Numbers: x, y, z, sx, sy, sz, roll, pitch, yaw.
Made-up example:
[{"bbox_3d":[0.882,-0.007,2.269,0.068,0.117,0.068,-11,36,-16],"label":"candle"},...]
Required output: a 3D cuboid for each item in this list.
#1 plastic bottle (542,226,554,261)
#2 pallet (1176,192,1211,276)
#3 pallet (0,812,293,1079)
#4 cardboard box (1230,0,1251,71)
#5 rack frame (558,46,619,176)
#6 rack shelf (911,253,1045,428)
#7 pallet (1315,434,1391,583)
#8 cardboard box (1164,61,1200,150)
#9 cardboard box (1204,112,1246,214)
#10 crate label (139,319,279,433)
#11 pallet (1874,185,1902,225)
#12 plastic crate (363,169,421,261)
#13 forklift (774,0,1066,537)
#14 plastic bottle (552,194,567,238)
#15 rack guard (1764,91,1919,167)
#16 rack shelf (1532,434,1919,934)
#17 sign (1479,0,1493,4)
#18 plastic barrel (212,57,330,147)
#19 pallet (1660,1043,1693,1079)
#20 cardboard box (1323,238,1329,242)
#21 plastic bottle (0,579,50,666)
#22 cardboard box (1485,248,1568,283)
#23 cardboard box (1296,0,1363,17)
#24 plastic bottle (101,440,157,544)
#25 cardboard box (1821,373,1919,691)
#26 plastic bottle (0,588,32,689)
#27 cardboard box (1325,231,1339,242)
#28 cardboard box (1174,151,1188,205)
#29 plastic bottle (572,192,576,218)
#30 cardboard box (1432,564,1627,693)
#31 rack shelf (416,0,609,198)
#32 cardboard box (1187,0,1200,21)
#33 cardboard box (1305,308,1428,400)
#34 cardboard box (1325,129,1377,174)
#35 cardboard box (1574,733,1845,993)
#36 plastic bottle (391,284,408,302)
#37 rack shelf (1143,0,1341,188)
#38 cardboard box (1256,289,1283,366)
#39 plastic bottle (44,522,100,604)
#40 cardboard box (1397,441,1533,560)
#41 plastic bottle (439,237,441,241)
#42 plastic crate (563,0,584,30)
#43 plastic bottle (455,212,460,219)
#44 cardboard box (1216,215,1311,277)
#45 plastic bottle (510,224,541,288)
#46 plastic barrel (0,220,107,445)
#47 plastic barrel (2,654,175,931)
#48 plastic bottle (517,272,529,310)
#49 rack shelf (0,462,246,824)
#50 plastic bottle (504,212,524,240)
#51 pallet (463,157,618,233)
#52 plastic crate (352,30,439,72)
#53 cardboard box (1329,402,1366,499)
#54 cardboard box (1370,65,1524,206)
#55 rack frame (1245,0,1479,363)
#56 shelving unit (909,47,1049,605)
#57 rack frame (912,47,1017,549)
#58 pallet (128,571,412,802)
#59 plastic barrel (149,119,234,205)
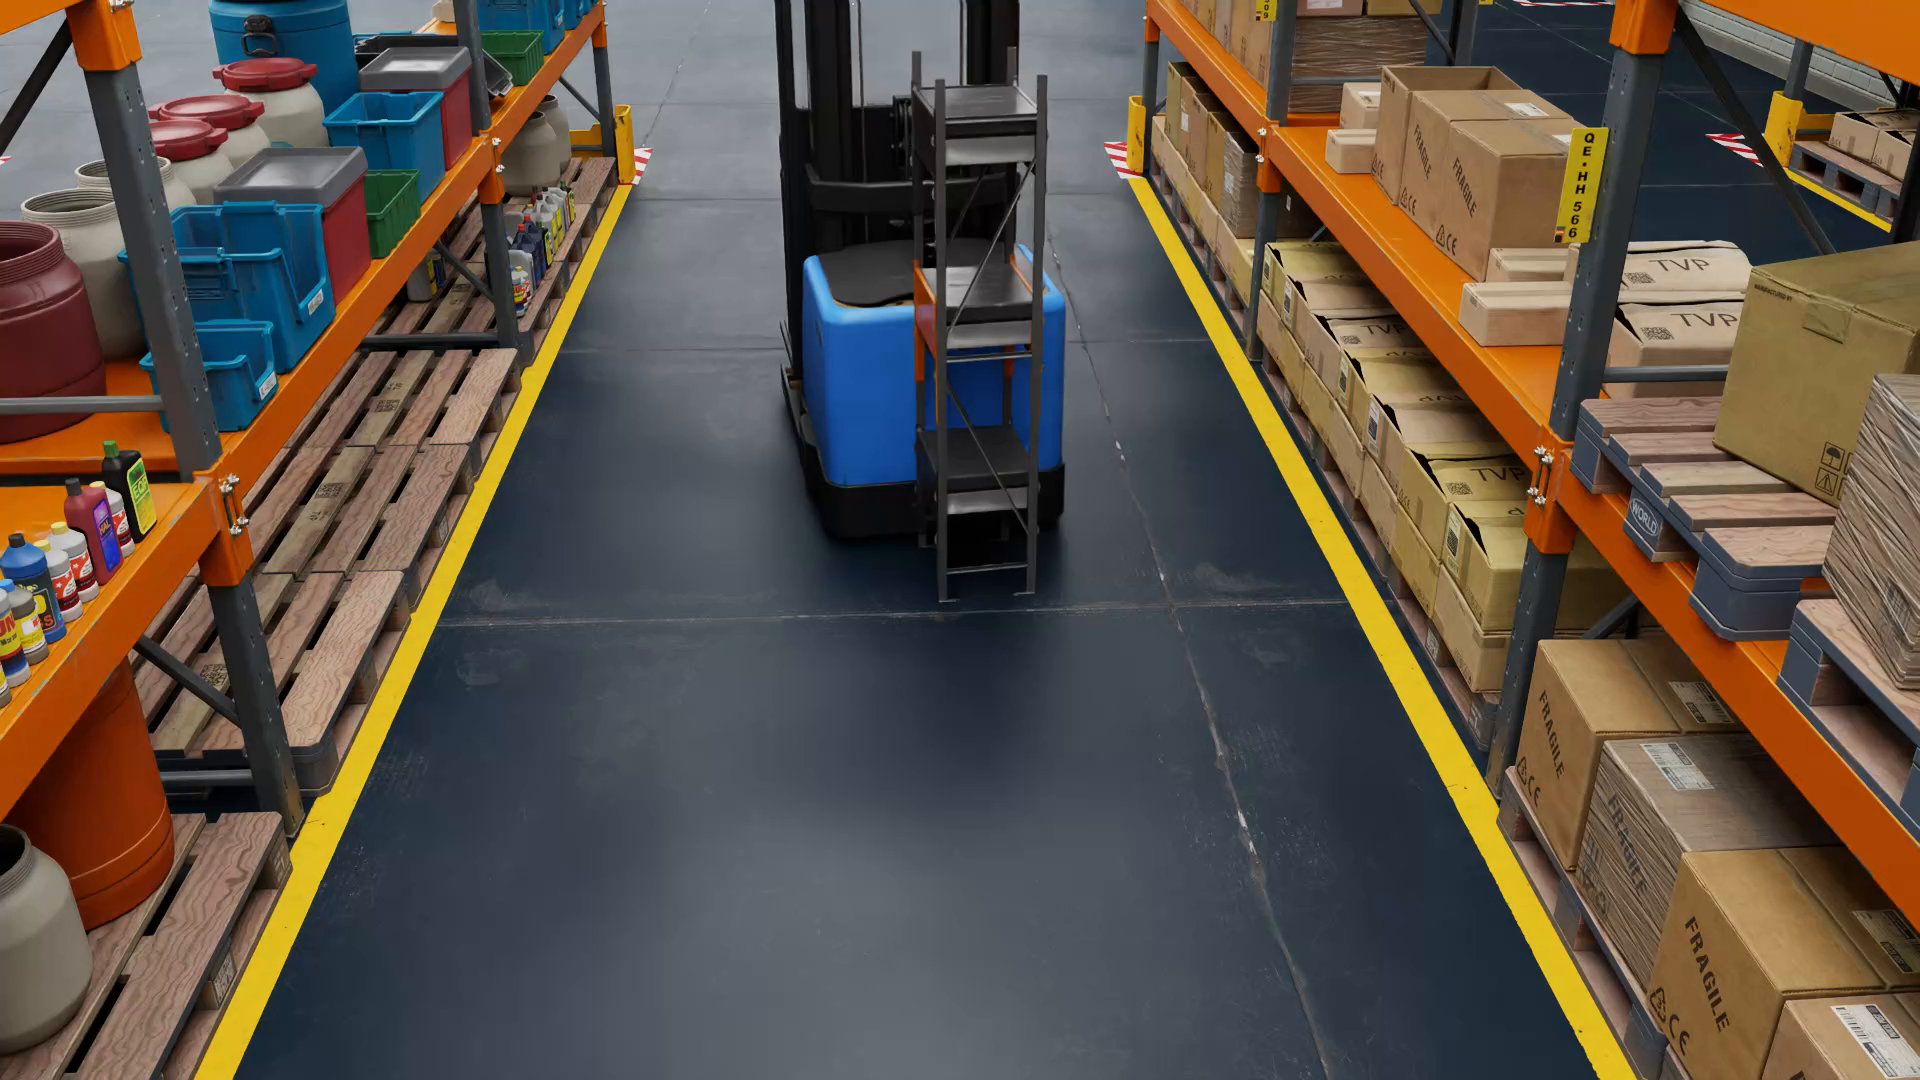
[{"bbox_3d":[-2.494,-1.776,9.961,0.097,0.201,0.097,0,28,0],"label":"plastic bottle"},{"bbox_3d":[2.015,-2.035,10.923,1.003,0.211,1.213,-1,28,-3],"label":"pallet"},{"bbox_3d":[-2.573,1.227,4.670,1.003,0.211,1.213,-1,28,-3],"label":"pallet"},{"bbox_3d":[1.996,-3.062,9.770,0.700,0.500,0.500,-1,28,-2],"label":"cardboard box"},{"bbox_3d":[-3.074,-4.067,11.805,1.000,3.000,0.127,-1,28,-3],"label":"rack frame"},{"bbox_3d":[0.063,-0.789,6.521,0.431,0.518,0.480,-5,28,-10],"label":"rack shelf"},{"bbox_3d":[2.226,-0.198,7.401,1.003,0.211,1.213,-1,28,-3],"label":"pallet"},{"bbox_3d":[1.707,-3.001,11.469,0.500,0.500,0.500,-1,28,-3],"label":"cardboard box"},{"bbox_3d":[1.795,-2.309,10.141,0.500,0.500,0.500,-1,28,-3],"label":"cardboard box"},{"bbox_3d":[-2.304,-0.502,5.151,0.303,0.233,0.416,-1,28,-3],"label":"crate label"},{"bbox_3d":[6.891,-2.097,11.043,1.003,0.211,1.213,-1,28,-3],"label":"pallet"},{"bbox_3d":[-2.492,-1.329,6.783,0.450,0.188,0.662,-1,28,-3],"label":"plastic crate"},{"bbox_3d":[-0.323,-1.971,7.859,1.130,2.935,3.031,-5,28,-9],"label":"forklift"},{"bbox_3d":[-2.547,-2.036,10.380,0.152,0.276,0.135,-2,28,-4],"label":"plastic bottle"},{"bbox_3d":[6.824,-3.163,12.774,1.175,0.500,0.348,-1,28,-3],"label":"rack guard"},{"bbox_3d":[2.395,0.752,3.343,1.077,0.370,4.000,-1,28,-3],"label":"rack shelf"},{"bbox_3d":[2.623,-2.834,8.274,0.100,0.325,0.005,-1,28,-3],"label":"sign"},{"bbox_3d":[-3.034,-1.833,7.374,0.433,0.535,0.433,0,28,0],"label":"plastic barrel"},{"bbox_3d":[2.353,1.653,3.852,1.003,0.211,1.213,-1,28,-3],"label":"pallet"},{"bbox_3d":[2.360,-1.527,9.453,0.500,0.250,0.500,-1,28,-3],"label":"cardboard box"},{"bbox_3d":[-2.194,0.187,3.863,0.097,0.201,0.097,0,28,0],"label":"plastic bottle"},{"bbox_3d":[2.168,-0.967,6.132,0.380,0.149,0.250,1,28,1],"label":"cardboard box"},{"bbox_3d":[1.854,-2.790,8.547,0.380,0.149,0.250,-1,28,-3],"label":"cardboard box"},{"bbox_3d":[-2.209,-0.145,4.410,0.061,0.283,0.133,-1,28,-3],"label":"plastic bottle"},{"bbox_3d":[2.293,-0.006,3.456,0.700,0.500,0.500,4,28,7],"label":"cardboard box"},{"bbox_3d":[-2.189,0.201,3.761,0.097,0.271,0.097,0,28,0],"label":"plastic bottle"},{"bbox_3d":[2.370,-1.859,9.280,0.500,0.500,0.500,-1,28,-3],"label":"cardboard box"},{"bbox_3d":[1.734,-2.438,11.199,0.500,0.250,0.500,-1,28,-3],"label":"cardboard box"},{"bbox_3d":[-2.540,-2.184,10.744,0.097,0.201,0.097,0,28,0],"label":"plastic bottle"},{"bbox_3d":[2.020,0.305,5.941,0.500,0.250,0.500,-1,28,-1],"label":"cardboard box"},{"bbox_3d":[-2.969,-2.825,10.200,1.077,0.370,4.000,-1,28,-3],"label":"rack shelf"},{"bbox_3d":[1.917,-3.771,11.129,0.700,0.500,0.500,-1,28,-1],"label":"cardboard box"},{"bbox_3d":[1.904,-0.887,7.619,0.500,0.311,0.500,-2,28,-4],"label":"cardboard box"},{"bbox_3d":[1.924,-1.813,7.753,0.380,0.149,0.250,-1,28,-3],"label":"cardboard box"},{"bbox_3d":[2.062,0.881,4.544,0.500,0.500,0.500,-2,28,-5],"label":"cardboard box"},{"bbox_3d":[-3.186,-1.531,9.331,0.144,0.351,0.185,-2,28,-4],"label":"plastic bottle"},{"bbox_3d":[1.977,-2.943,10.426,1.077,0.370,4.000,-1,28,-3],"label":"rack shelf"},{"bbox_3d":[1.855,-1.113,8.659,0.500,0.250,0.500,-2,28,-4],"label":"cardboard box"},{"bbox_3d":[-2.209,0.052,4.122,0.097,0.201,0.097,0,28,0],"label":"plastic bottle"},{"bbox_3d":[1.984,-0.182,6.269,0.500,0.311,0.500,-2,28,-3],"label":"cardboard box"},{"bbox_3d":[-3.112,-1.753,9.830,0.061,0.283,0.133,-1,28,-3],"label":"plastic bottle"},{"bbox_3d":[-2.721,-3.478,10.835,0.499,0.251,0.408,-1,28,-3],"label":"plastic crate"},{"bbox_3d":[-3.290,-2.208,10.714,0.097,0.271,0.097,0,28,0],"label":"plastic bottle"},{"bbox_3d":[1.823,-1.745,9.872,0.500,0.250,0.500,-1,28,-3],"label":"cardboard box"},{"bbox_3d":[-2.493,-1.624,9.508,0.144,0.351,0.185,-1,28,-1],"label":"plastic bottle"},{"bbox_3d":[-2.983,-0.640,5.087,0.600,0.536,0.708,-1,28,-3],"label":"plastic barrel"},{"bbox_3d":[-2.614,0.629,4.694,0.600,0.830,0.708,-1,28,-3],"label":"plastic barrel"},{"bbox_3d":[-2.449,-1.379,9.201,0.097,0.201,0.097,0,28,0],"label":"plastic bottle"},{"bbox_3d":[-2.552,0.870,3.117,1.077,0.370,4.000,-1,28,-3],"label":"rack shelf"},{"bbox_3d":[-2.671,-1.859,10.040,0.152,0.276,0.135,-1,28,-3],"label":"plastic bottle"},{"bbox_3d":[-2.986,-2.422,11.665,1.003,0.211,1.213,-1,28,-3],"label":"pallet"},{"bbox_3d":[-3.194,-2.659,9.265,0.499,0.251,0.616,-1,28,-3],"label":"plastic crate"},{"bbox_3d":[1.936,-0.403,7.298,0.500,0.250,0.500,-1,28,-2],"label":"cardboard box"},{"bbox_3d":[2.133,-1.784,7.319,0.500,0.500,0.500,1,28,1],"label":"cardboard box"},{"bbox_3d":[2.082,-2.338,8.489,1.000,3.000,0.127,-1,28,-3],"label":"rack frame"},{"bbox_3d":[0.063,-0.801,6.514,0.431,2.100,0.503,-5,28,-10],"label":"shelving unit"},{"bbox_3d":[0.017,-0.911,6.727,0.400,2.100,0.015,-5,28,-10],"label":"rack frame"},{"bbox_3d":[-2.658,0.505,6.054,1.003,0.211,1.213,-1,28,-3],"label":"pallet"},{"bbox_3d":[-2.973,-1.295,6.342,0.433,0.535,0.433,0,28,0],"label":"plastic barrel"}]
